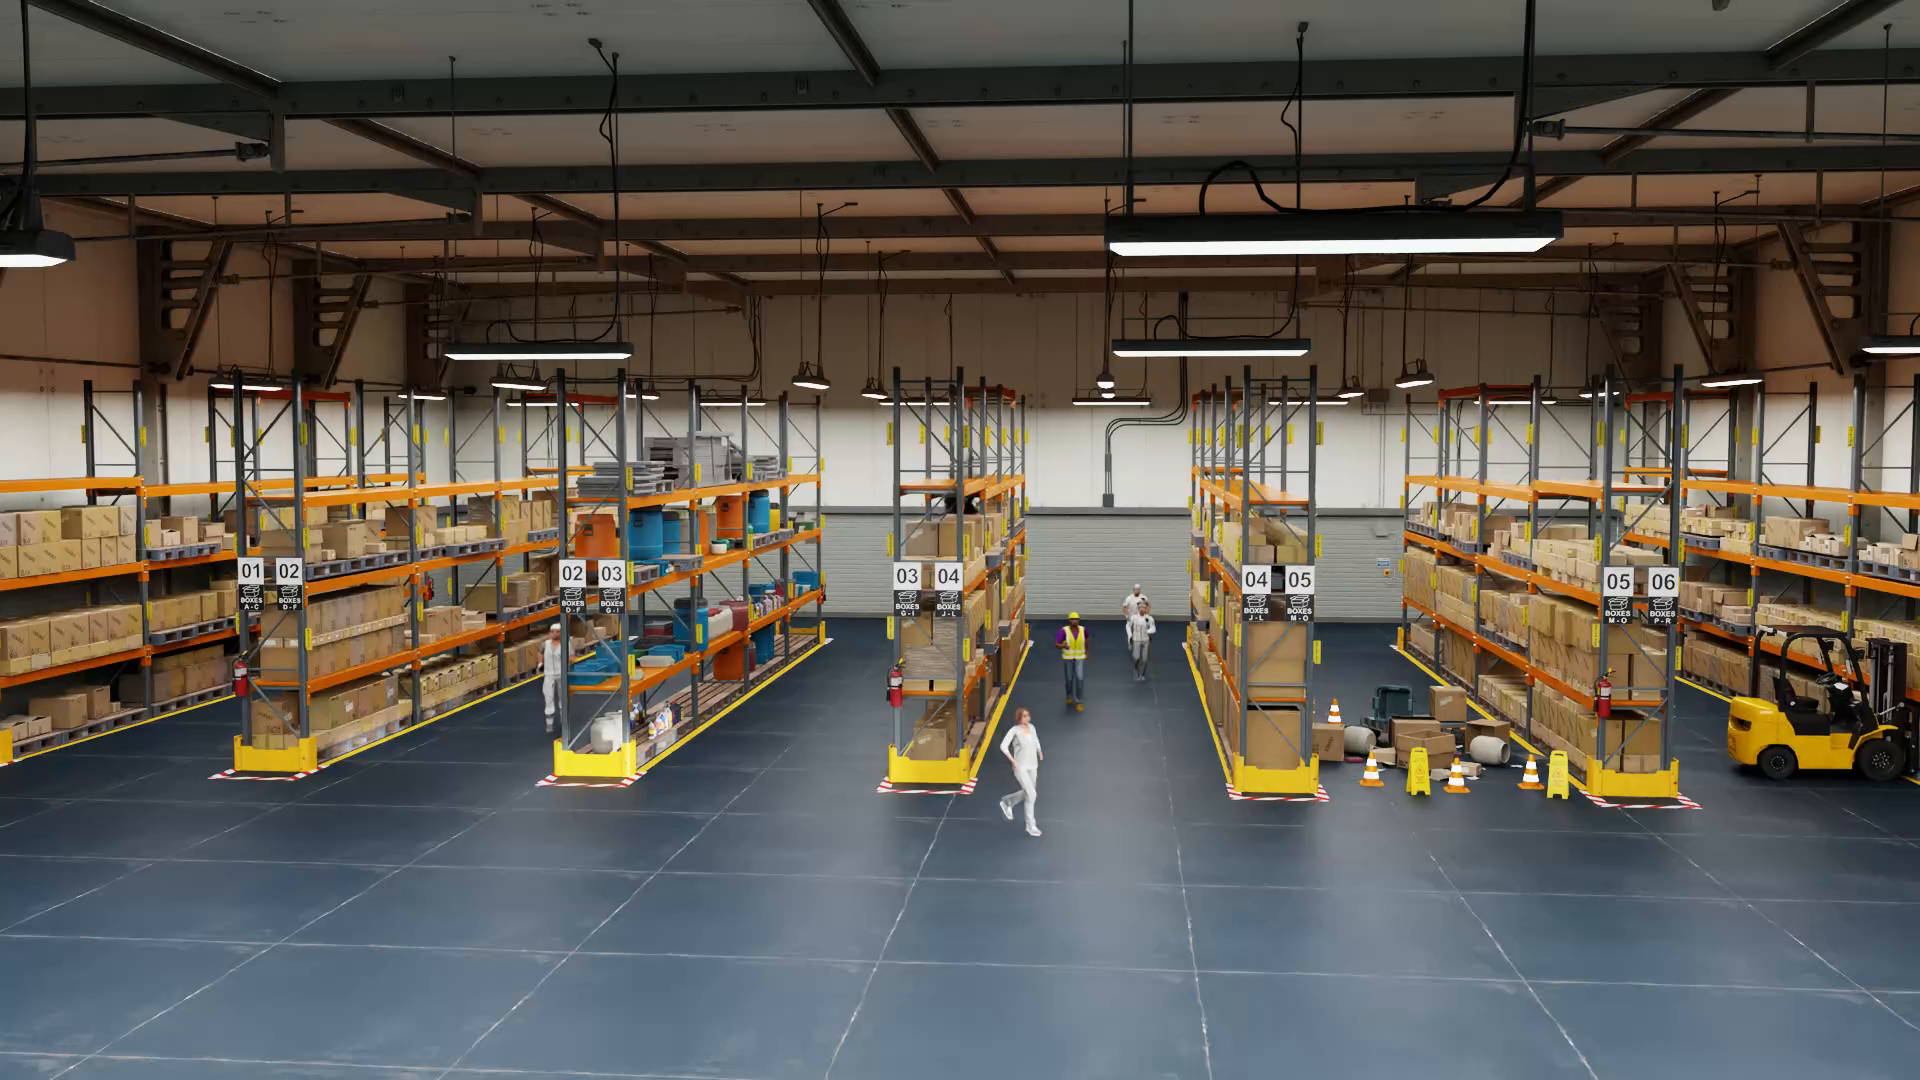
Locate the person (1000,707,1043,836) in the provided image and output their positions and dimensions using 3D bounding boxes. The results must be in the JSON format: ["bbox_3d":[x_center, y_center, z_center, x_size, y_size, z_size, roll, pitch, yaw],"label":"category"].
[{"bbox_3d":[0.782,2.914,21.108,0.532,1.583,0.735,-3,5,-39],"label":"person"}]

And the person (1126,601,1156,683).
[{"bbox_3d":[3.671,2.061,33.694,0.593,1.670,0.644,0,4,4],"label":"person"}]

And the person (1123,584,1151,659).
[{"bbox_3d":[4.017,1.834,37.865,0.635,1.663,0.913,0,4,7],"label":"person"}]

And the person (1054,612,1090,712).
[{"bbox_3d":[2.067,2.221,30.572,0.677,1.817,0.798,0,4,-2],"label":"person"}]

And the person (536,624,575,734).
[{"bbox_3d":[-6.873,2.325,28.283,0.655,1.810,0.925,0,4,-7],"label":"person"}]
